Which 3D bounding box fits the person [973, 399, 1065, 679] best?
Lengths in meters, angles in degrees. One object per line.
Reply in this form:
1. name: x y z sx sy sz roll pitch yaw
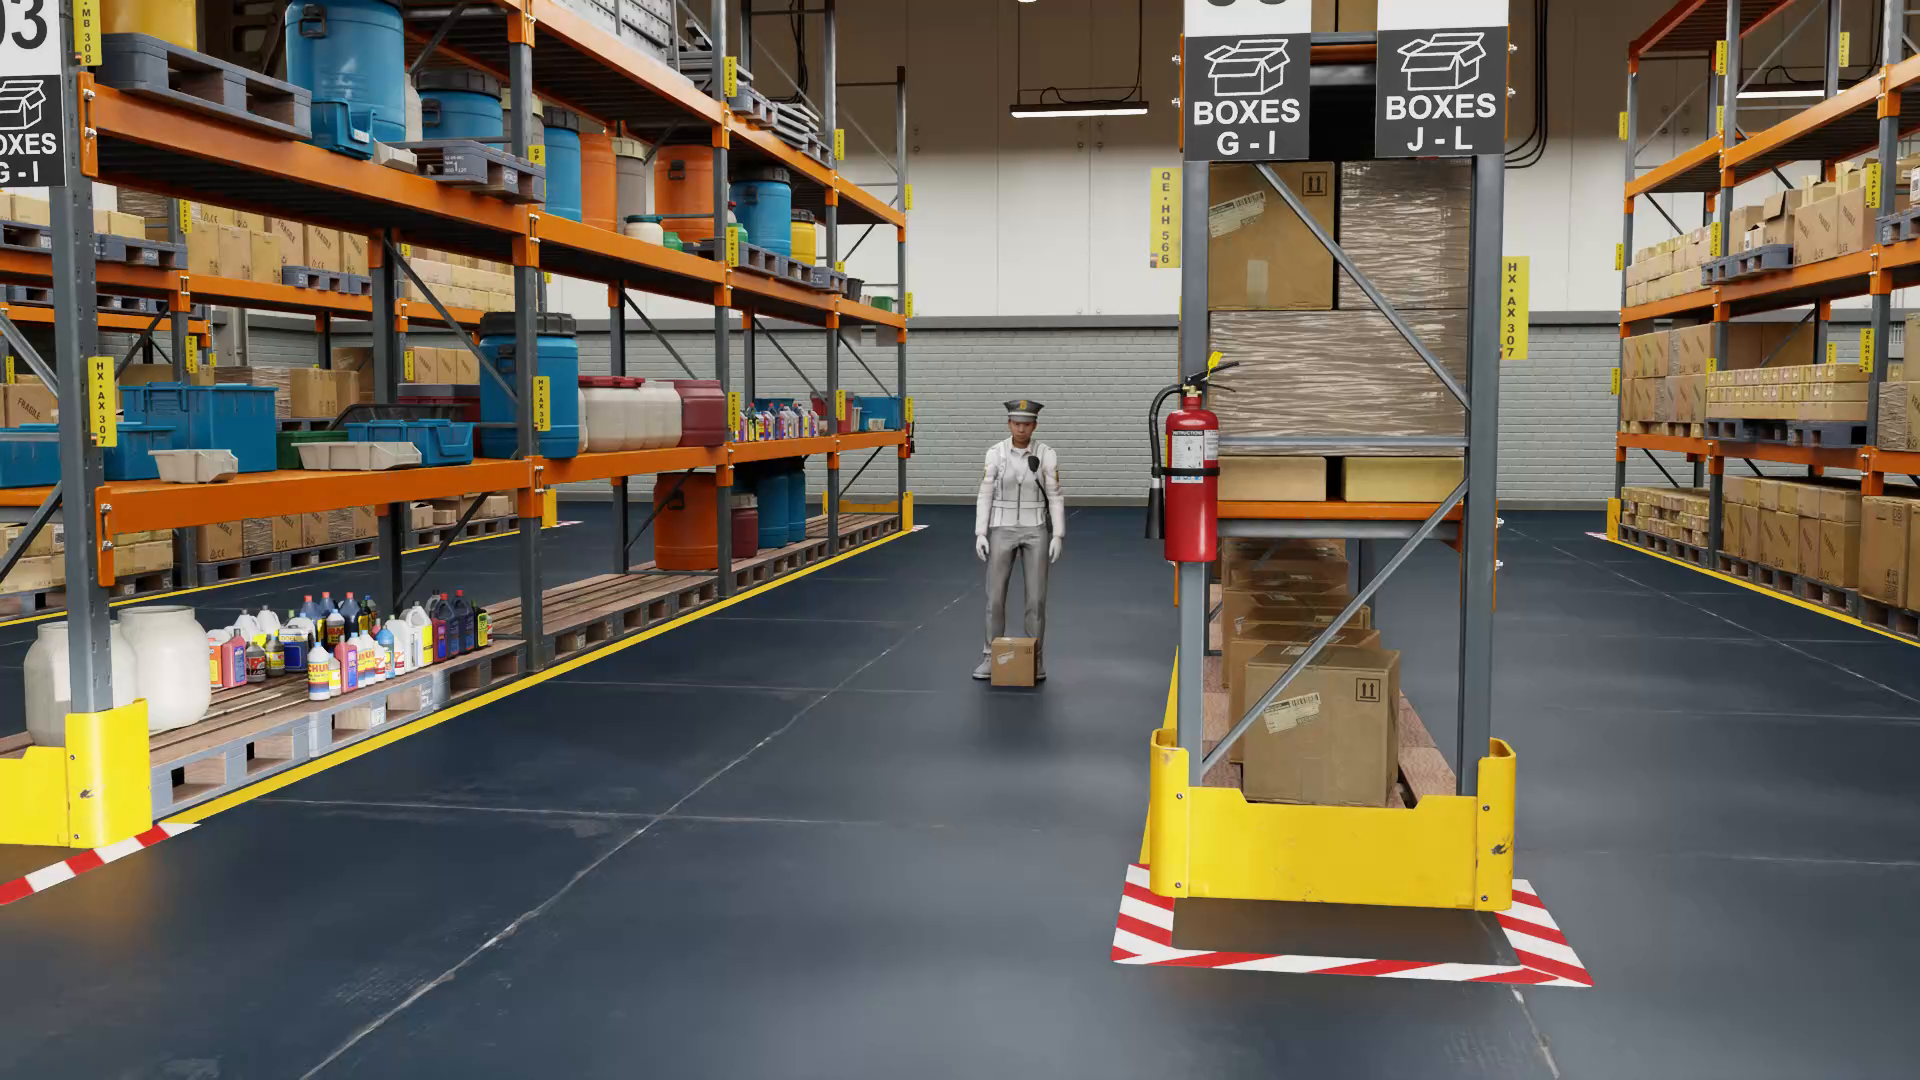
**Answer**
1. person: 0.358 -0.009 9.965 0.546 1.667 0.369 0 5 6
